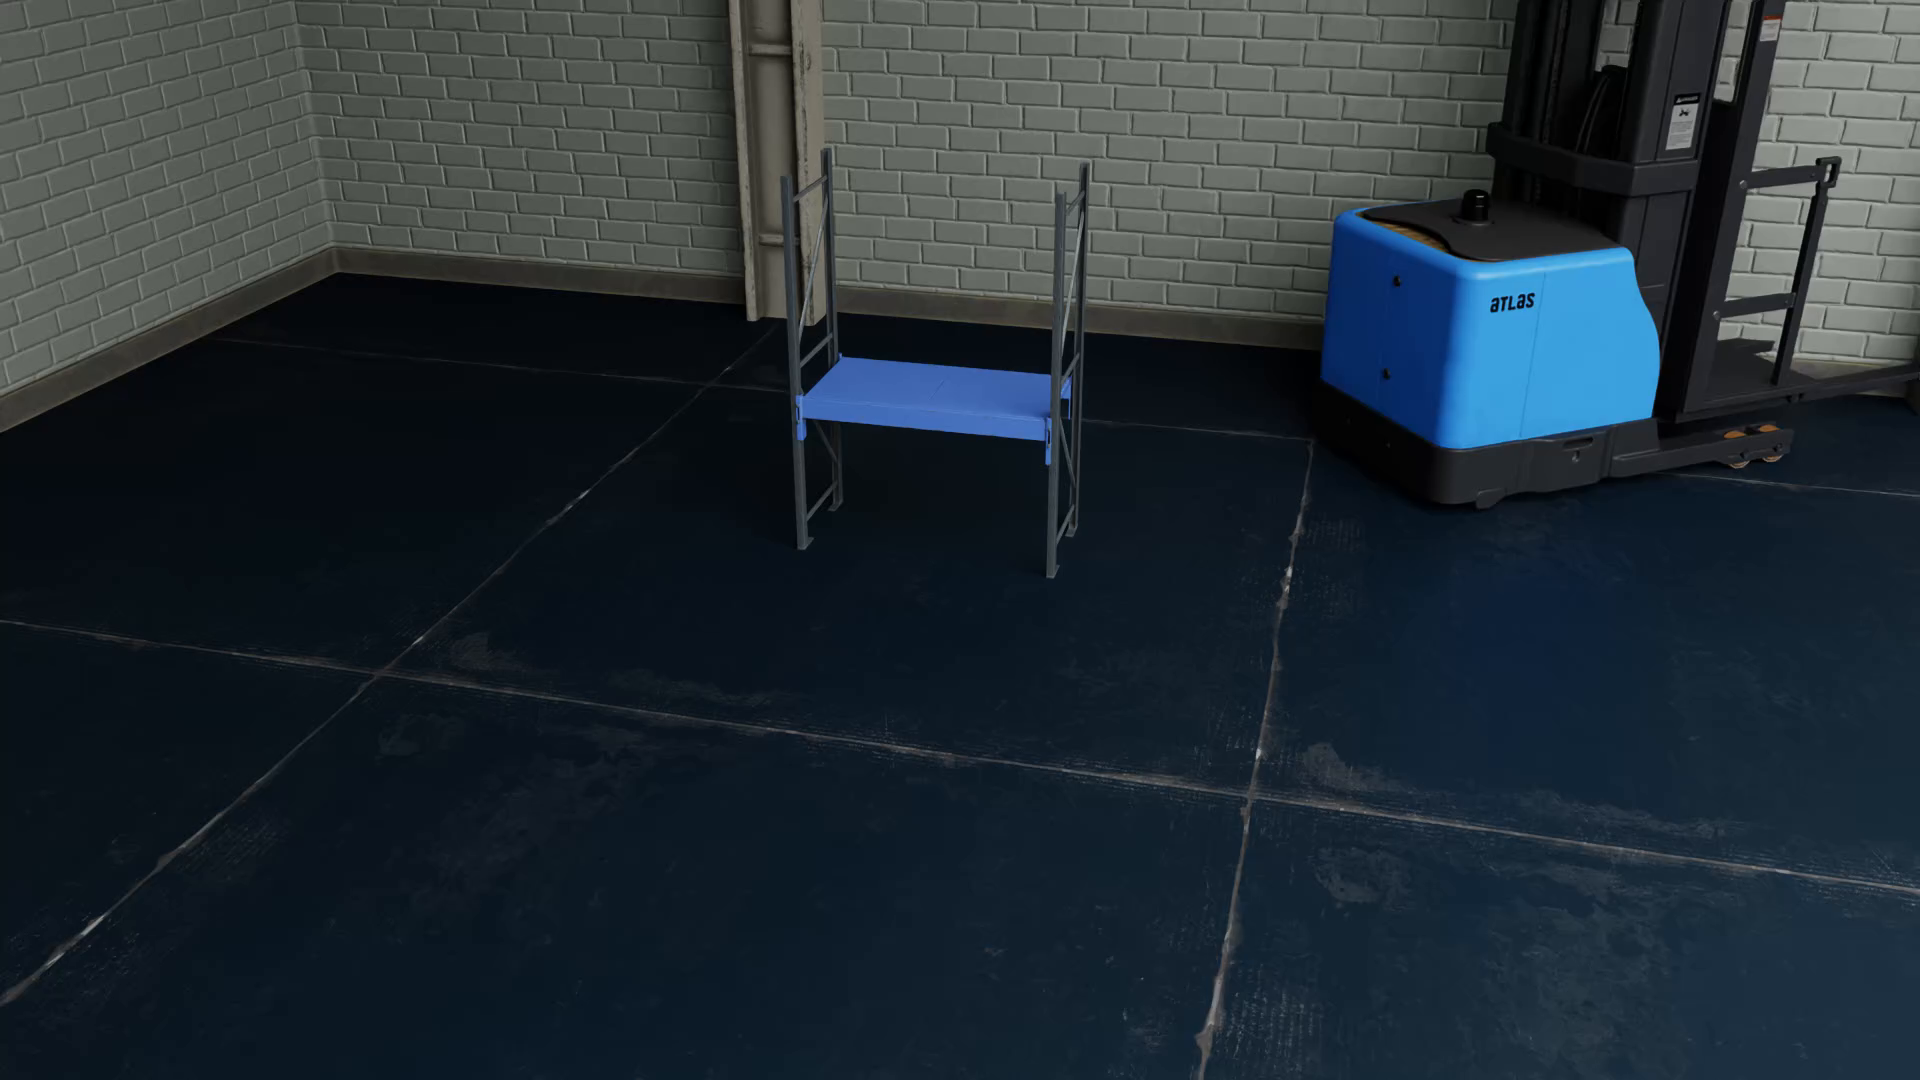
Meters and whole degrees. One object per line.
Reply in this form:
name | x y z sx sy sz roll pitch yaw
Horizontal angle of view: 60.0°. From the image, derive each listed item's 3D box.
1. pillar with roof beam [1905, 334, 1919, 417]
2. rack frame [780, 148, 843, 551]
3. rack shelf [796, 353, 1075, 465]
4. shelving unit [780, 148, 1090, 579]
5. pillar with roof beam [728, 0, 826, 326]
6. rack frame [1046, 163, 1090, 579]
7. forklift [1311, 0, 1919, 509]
pillar with roof beam | 3.768 -2.905 2.382 0.400 9.000 9.100 6 26 13
rack frame | -0.575 -0.741 6.561 0.032 1.500 0.500 6 26 13
rack shelf | -0.083 -0.524 6.524 1.000 0.185 0.538 6 26 13
shelving unit | -0.083 -0.686 6.447 1.048 1.500 0.538 6 26 13
pillar with roof beam | -2.043 -3.547 3.732 0.400 9.000 9.100 6 26 13
rack frame | 0.410 -0.632 6.332 0.032 1.500 0.500 6 26 13
forklift | 3.194 -1.842 7.209 3.031 2.935 1.130 -10 27 -20
